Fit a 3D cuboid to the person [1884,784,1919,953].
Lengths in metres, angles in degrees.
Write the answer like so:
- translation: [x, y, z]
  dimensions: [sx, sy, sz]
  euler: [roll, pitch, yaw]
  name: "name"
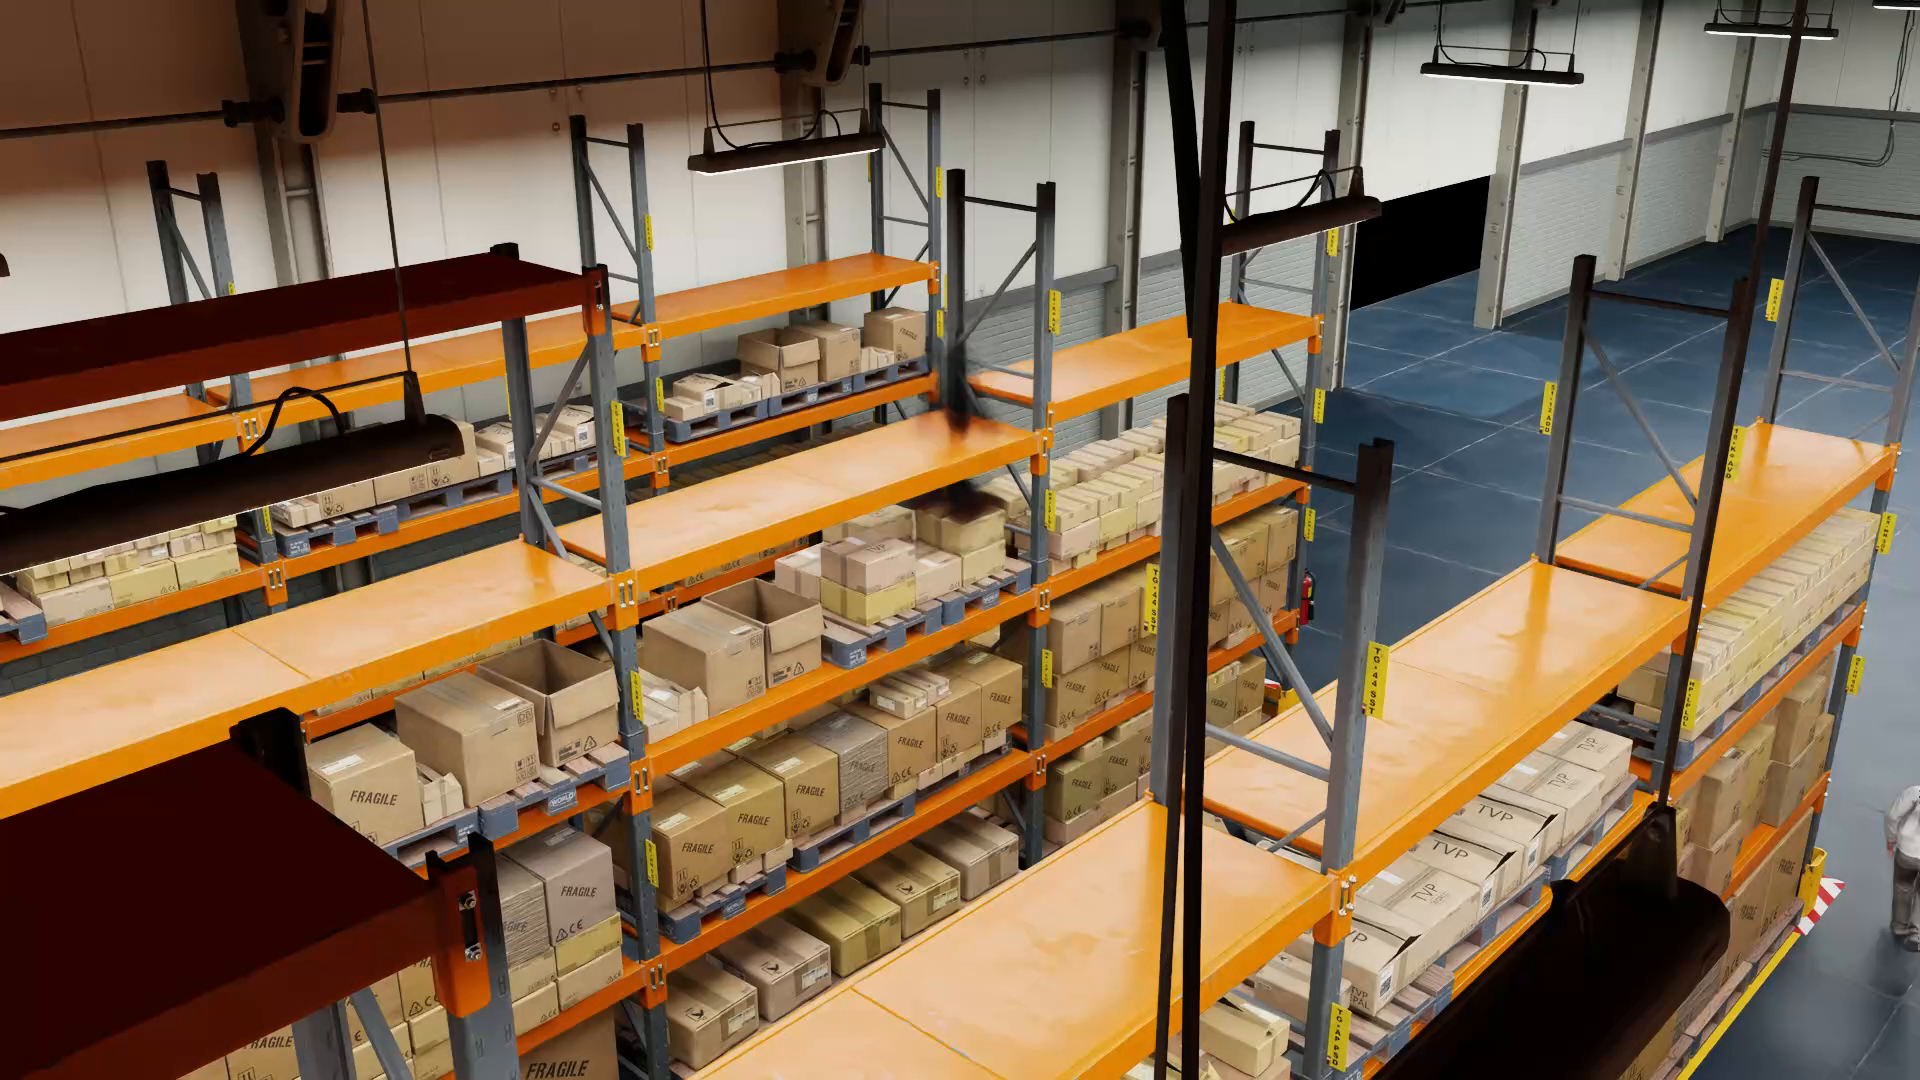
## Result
- translation: [7.678, 2.500, 13.199]
  dimensions: [0.676, 1.780, 0.815]
  euler: [10, 24, 25]
  name: "person"
